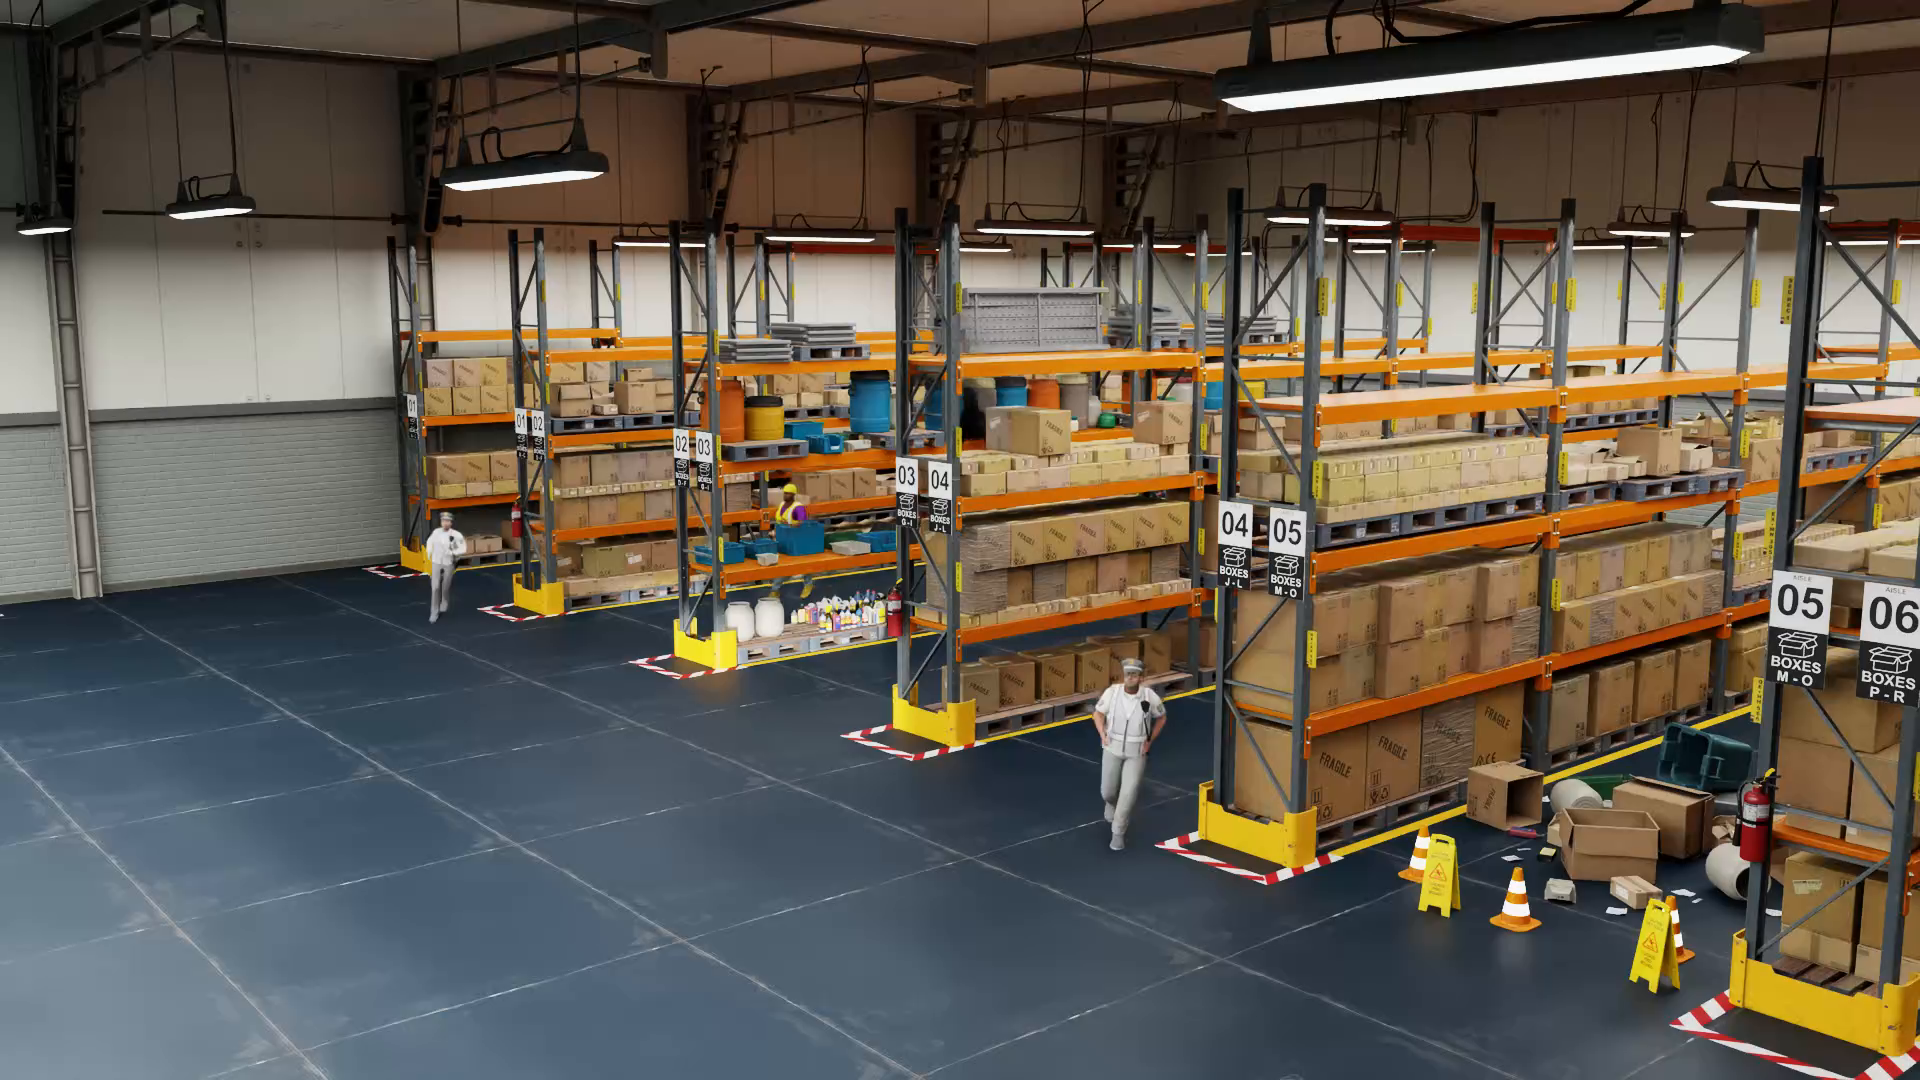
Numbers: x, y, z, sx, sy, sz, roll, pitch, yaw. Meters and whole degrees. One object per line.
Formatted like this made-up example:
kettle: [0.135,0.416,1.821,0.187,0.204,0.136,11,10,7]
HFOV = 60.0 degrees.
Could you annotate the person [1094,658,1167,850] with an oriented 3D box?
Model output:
person: [1.582,1.943,15.532,0.678,1.769,0.762,2,9,12]

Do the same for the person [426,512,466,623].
person: [-7.979,0.395,25.862,0.640,1.708,0.862,-1,9,-4]

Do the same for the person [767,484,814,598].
person: [-2.661,0.031,25.798,0.700,1.804,0.920,7,11,37]
